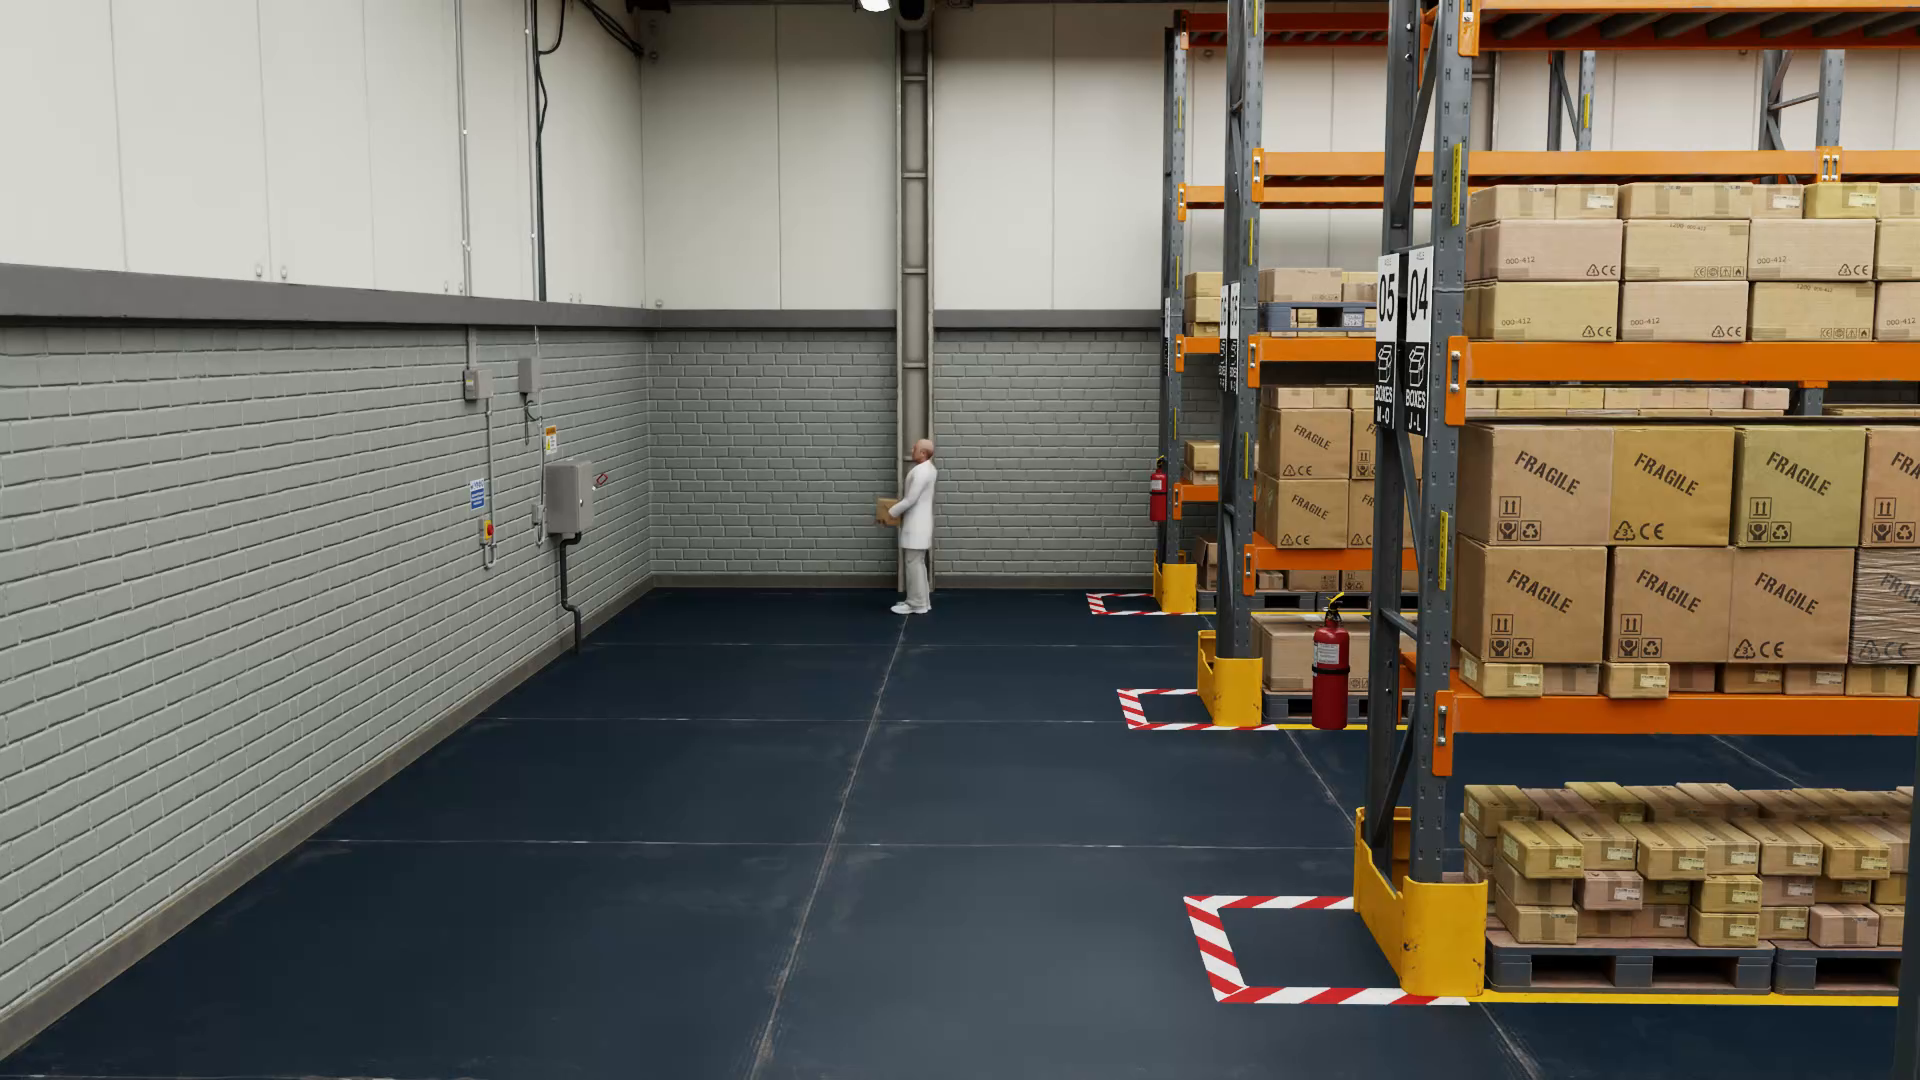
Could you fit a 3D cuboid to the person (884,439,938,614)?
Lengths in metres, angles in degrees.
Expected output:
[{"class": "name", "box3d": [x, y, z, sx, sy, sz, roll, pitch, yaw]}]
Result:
[{"class": "person", "box3d": [-0.524, -0.147, 16.994, 0.553, 1.778, 0.538, 1, 7, 8]}]
